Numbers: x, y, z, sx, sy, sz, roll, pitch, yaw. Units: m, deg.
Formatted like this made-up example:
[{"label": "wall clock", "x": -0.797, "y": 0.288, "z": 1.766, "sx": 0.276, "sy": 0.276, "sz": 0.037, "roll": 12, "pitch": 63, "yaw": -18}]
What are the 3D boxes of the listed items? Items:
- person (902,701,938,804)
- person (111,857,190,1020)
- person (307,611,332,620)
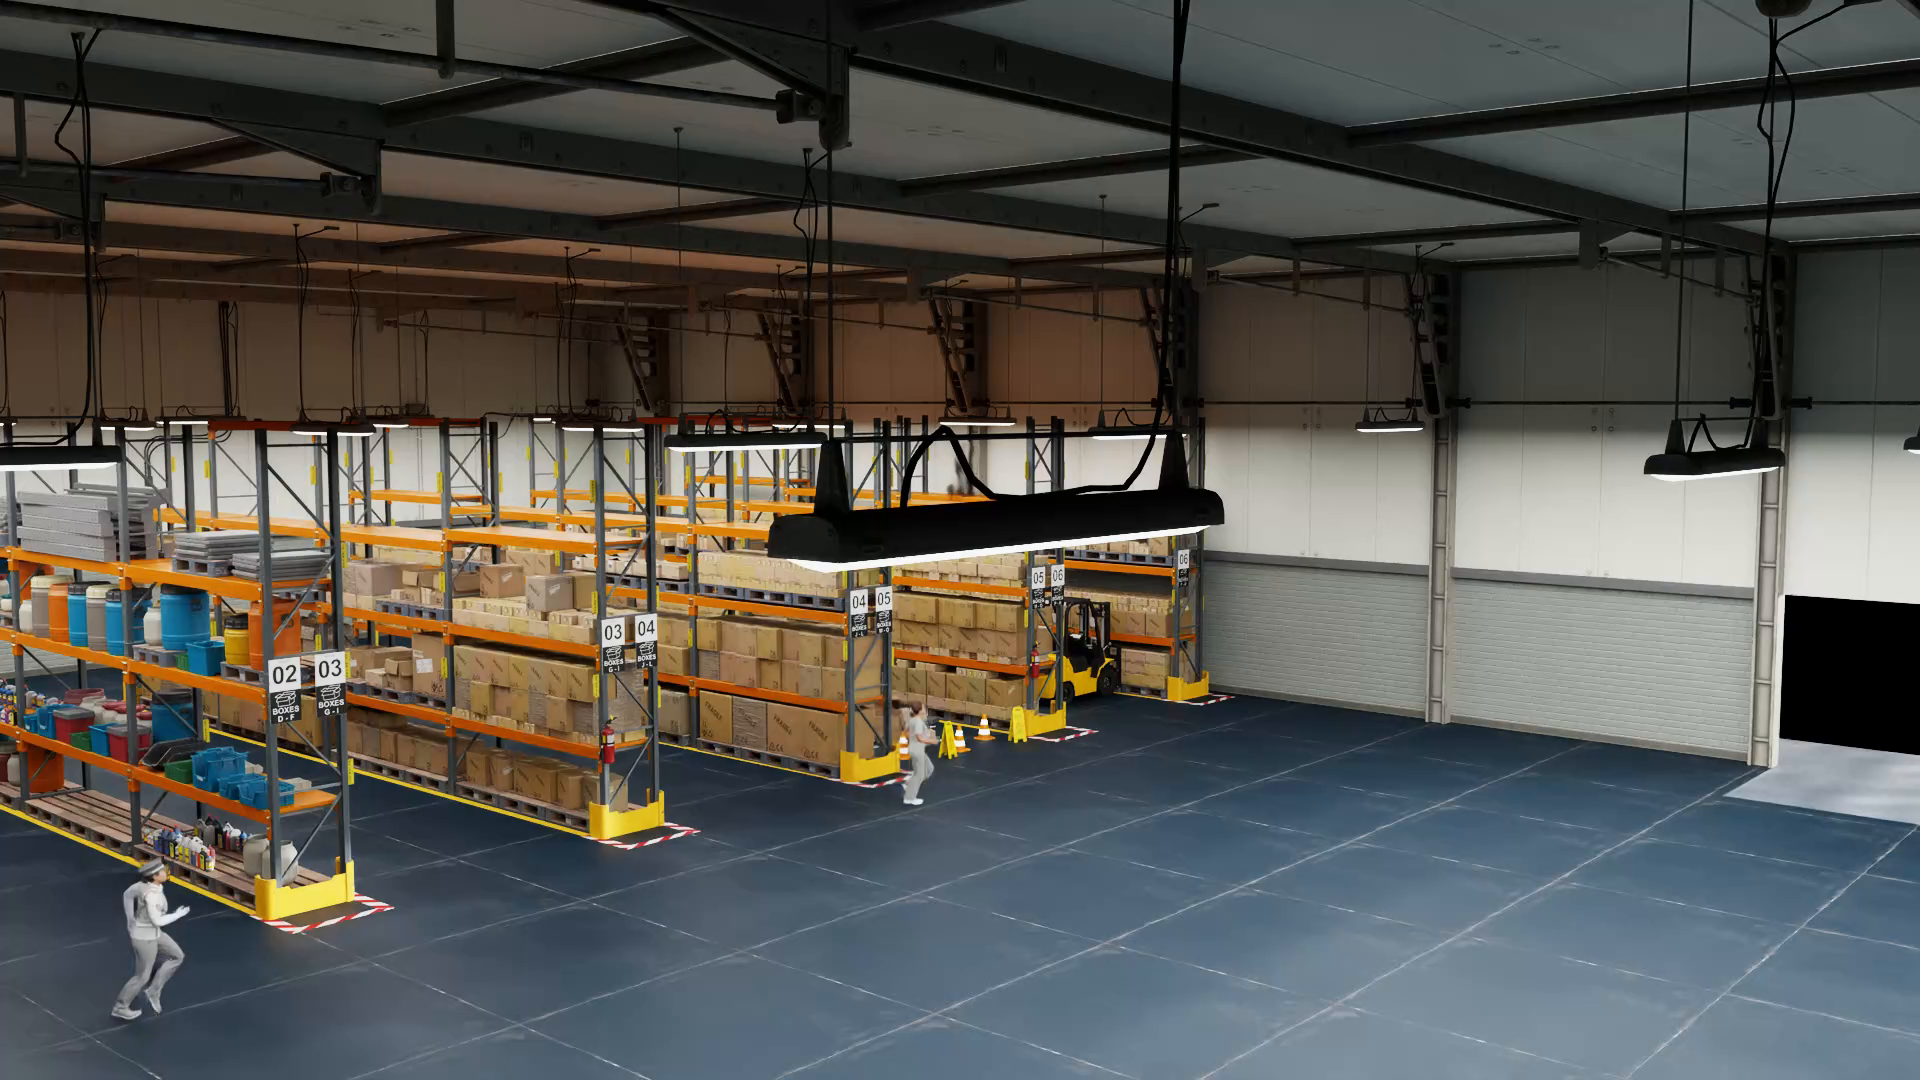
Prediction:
[{"label": "person", "x": -0.619, "y": 3.340, "z": 26.140, "sx": 0.558, "sy": 1.639, "sz": 0.553, "roll": -1, "pitch": 5, "yaw": -10}, {"label": "person", "x": -8.305, "y": 4.064, "z": 17.045, "sx": 0.761, "sy": 1.643, "sz": 0.644, "roll": -2, "pitch": 5, "yaw": -27}, {"label": "person", "x": -14.782, "y": 2.282, "z": 38.427, "sx": 0.686, "sy": 1.770, "sz": 0.856, "roll": 0, "pitch": 5, "yaw": -2}]
